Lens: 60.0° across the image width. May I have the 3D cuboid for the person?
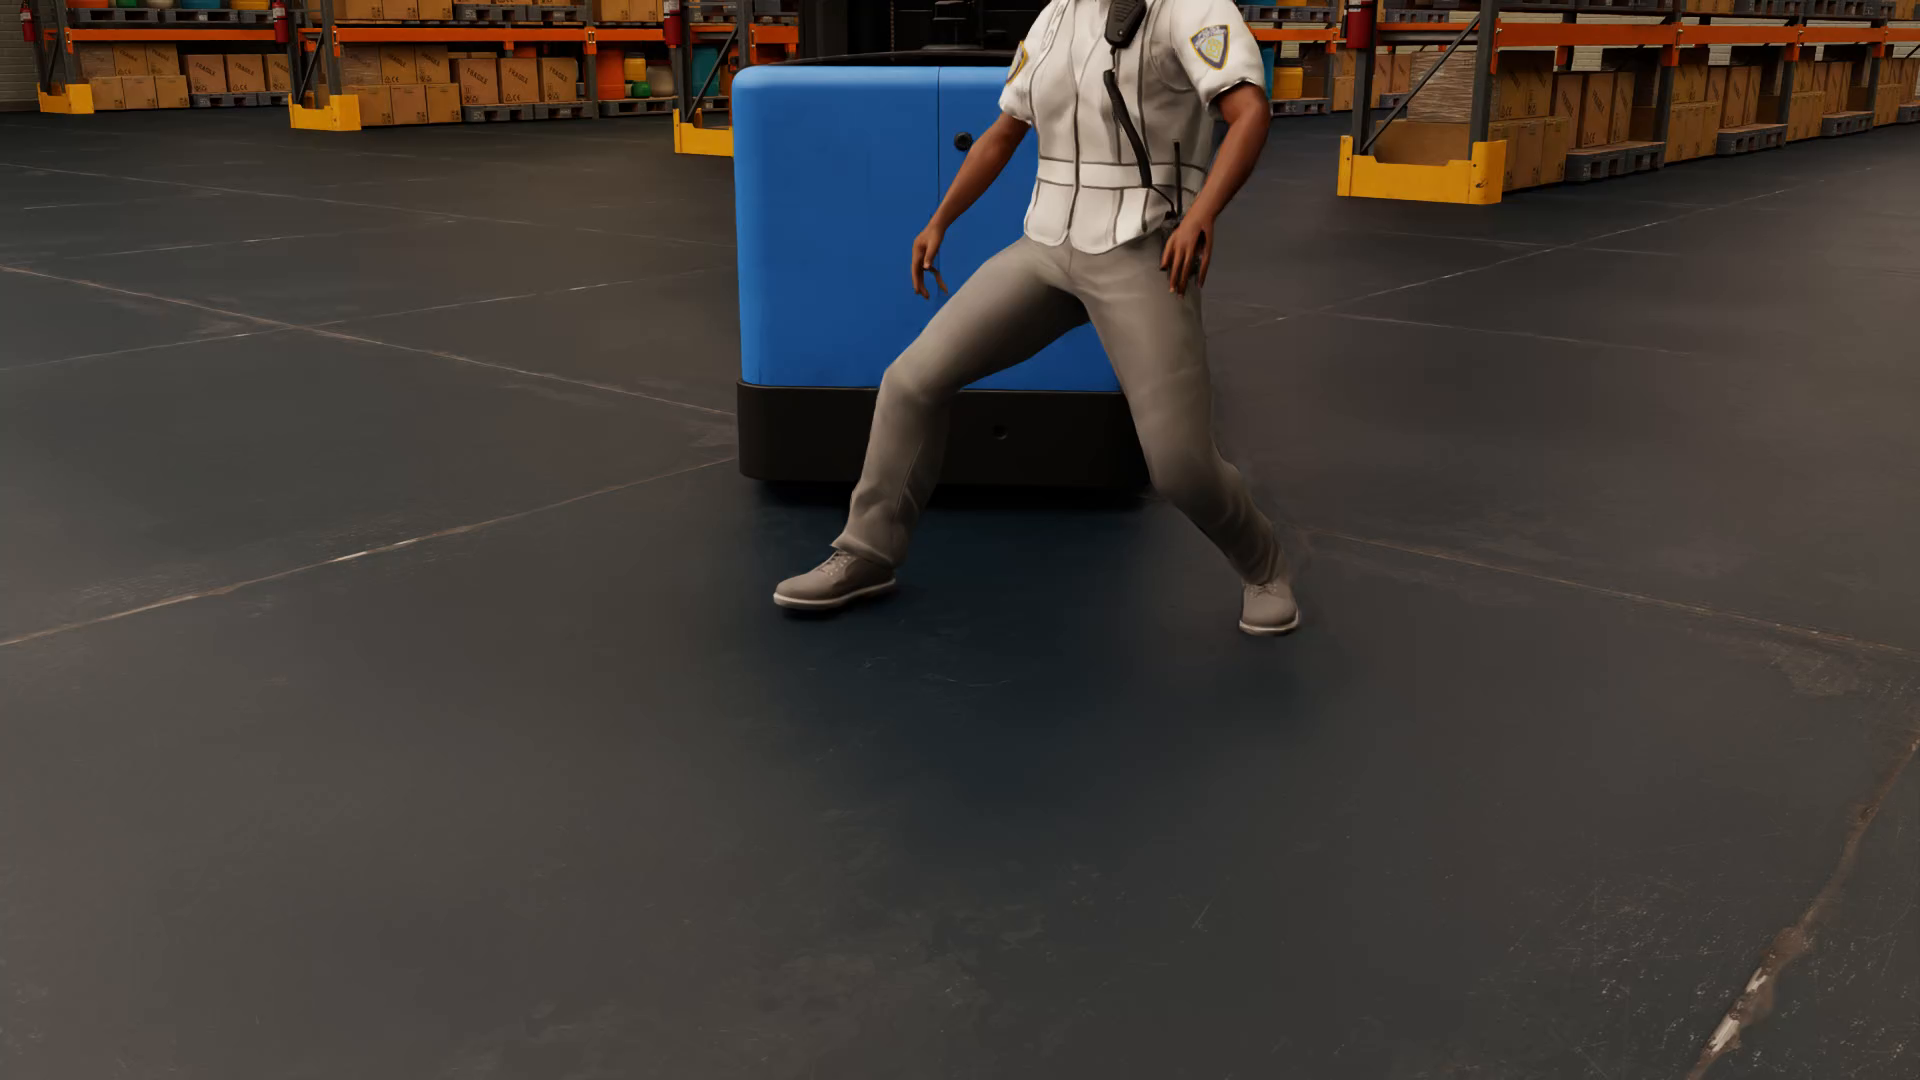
[{"bbox_3d":[0.203,-0.558,3.215,0.863,1.525,0.881,-16,23,-42],"label":"person"}]

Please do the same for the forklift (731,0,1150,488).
[{"bbox_3d":[0.075,-1.910,5.187,1.130,2.935,3.031,1,17,5],"label":"forklift"}]
